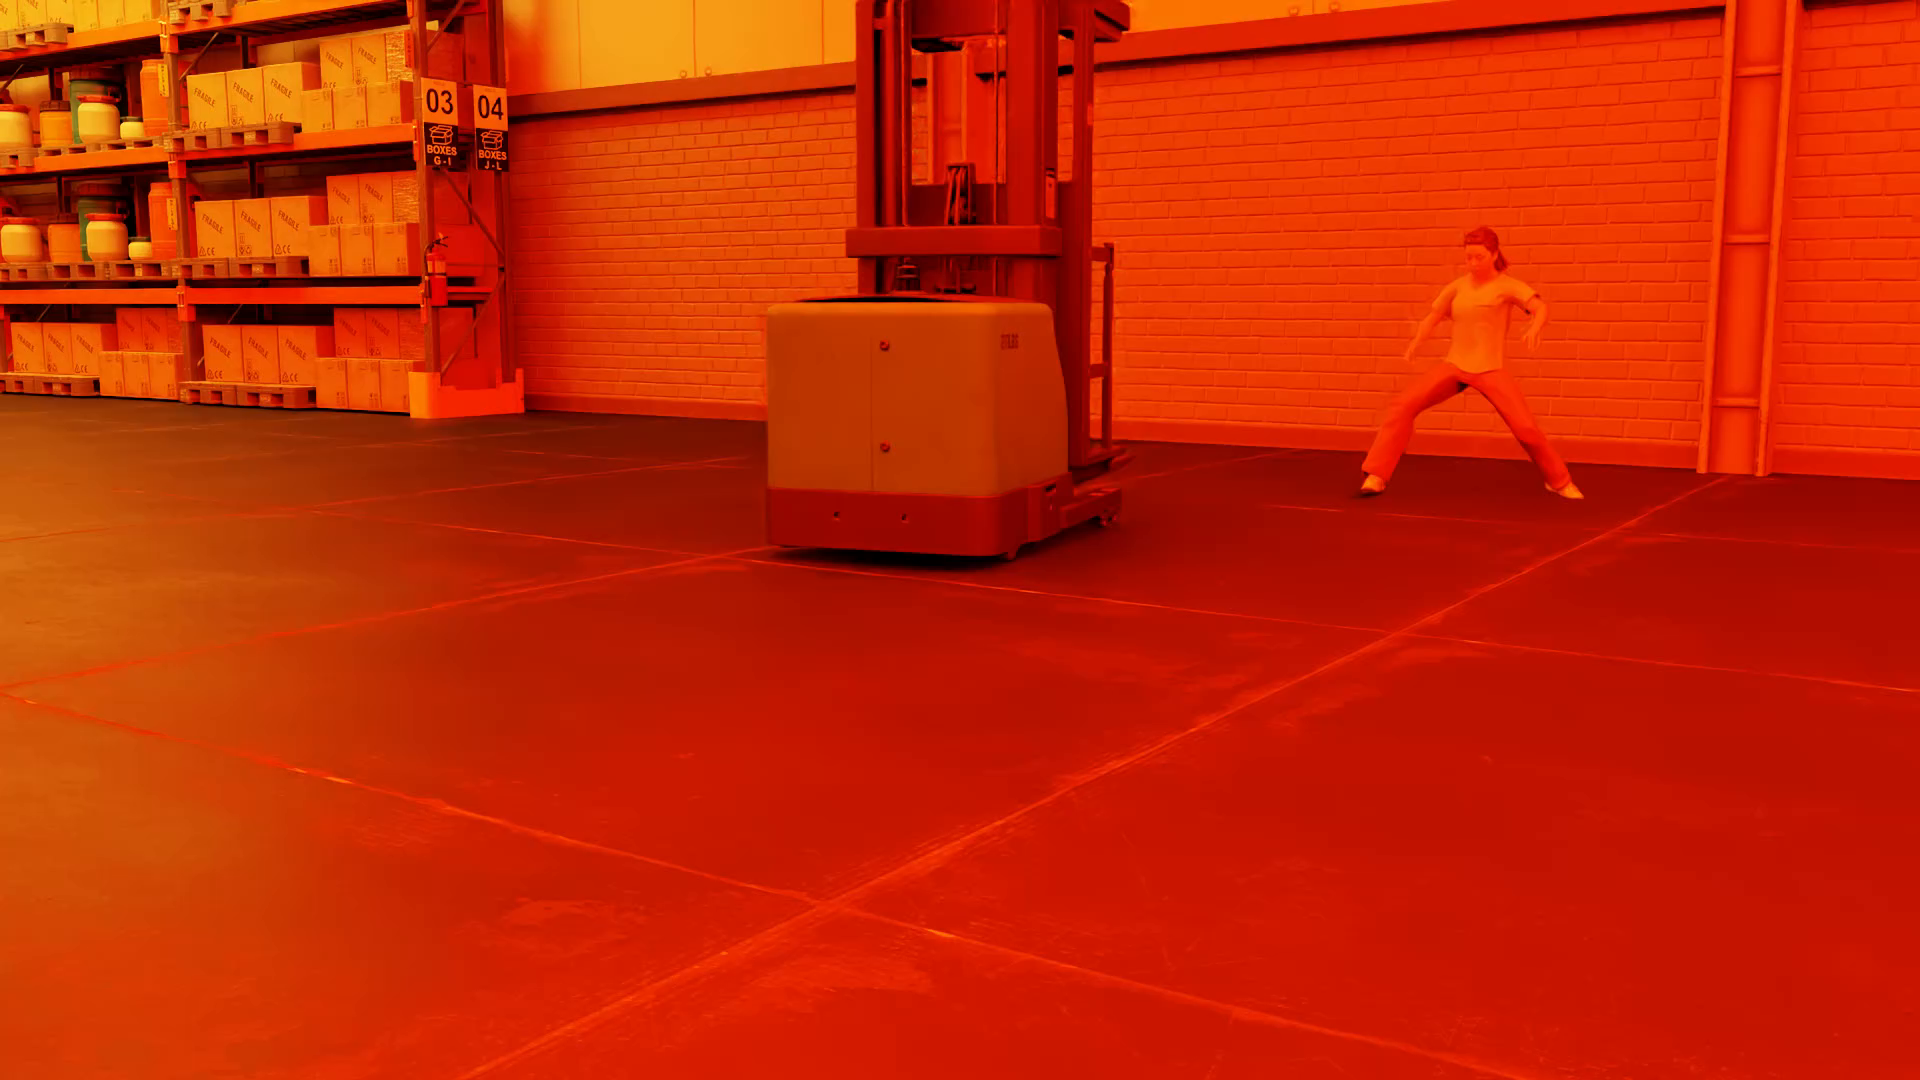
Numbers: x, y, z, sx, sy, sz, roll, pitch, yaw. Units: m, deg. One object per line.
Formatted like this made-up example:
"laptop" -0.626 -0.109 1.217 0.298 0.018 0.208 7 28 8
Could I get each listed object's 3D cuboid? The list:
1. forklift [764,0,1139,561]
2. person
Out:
"forklift" 0.168 -1.536 7.993 1.130 2.935 3.031 3 9 20
"person" 2.869 -0.971 9.243 1.027 1.518 0.953 8 11 43
